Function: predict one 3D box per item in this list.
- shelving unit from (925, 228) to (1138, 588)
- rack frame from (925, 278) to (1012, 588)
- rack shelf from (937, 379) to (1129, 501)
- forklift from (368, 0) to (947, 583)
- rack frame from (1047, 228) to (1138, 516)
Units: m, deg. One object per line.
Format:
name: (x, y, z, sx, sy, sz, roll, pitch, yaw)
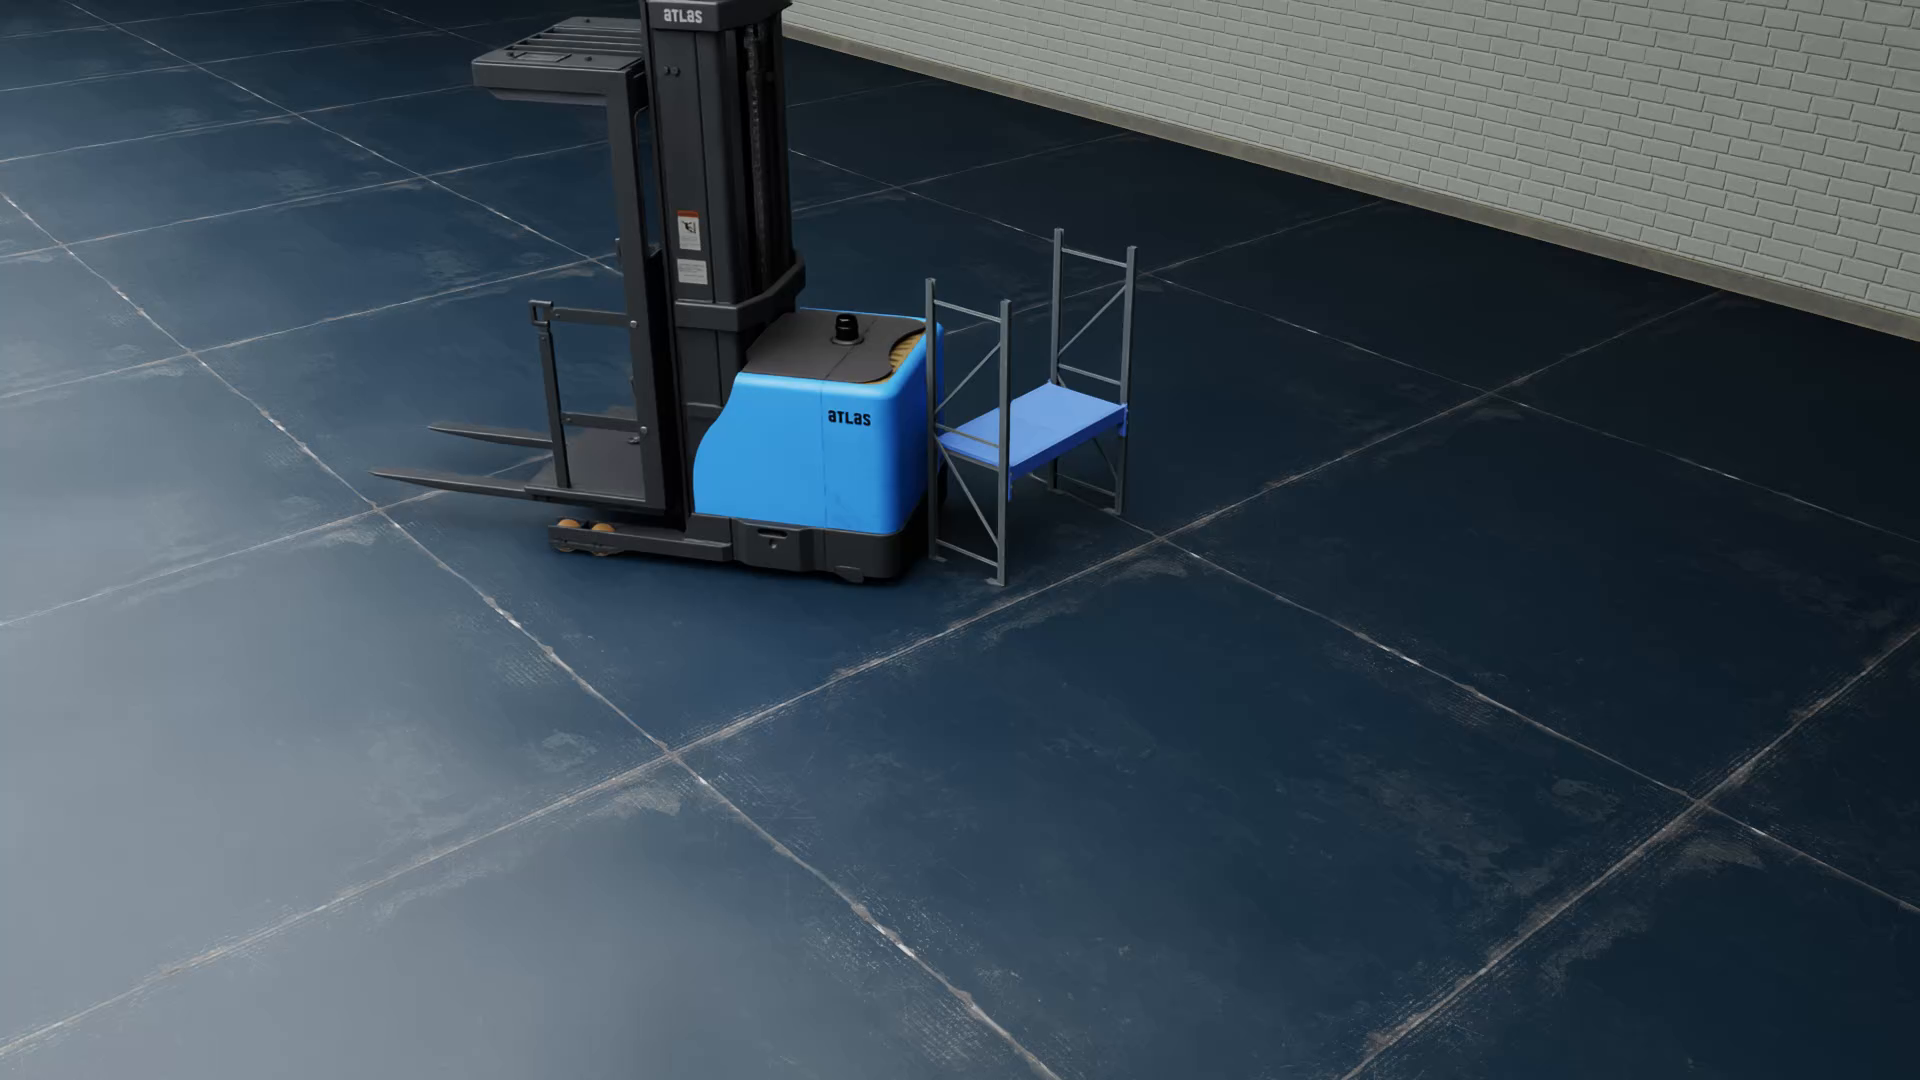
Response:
shelving unit: (0.362, -0.687, 8.445, 0.538, 1.500, 1.048, 21, 35, 34)
rack frame: (0.037, -0.503, 8.101, 0.500, 1.500, 0.032, 21, 35, 34)
rack shelf: (0.362, -0.529, 8.530, 0.538, 0.185, 1.000, 21, 35, 34)
forklift: (-1.643, -1.441, 8.337, 3.031, 2.935, 1.130, 7, 29, 12)
rack frame: (0.688, -0.871, 8.789, 0.500, 1.500, 0.032, 21, 35, 34)
